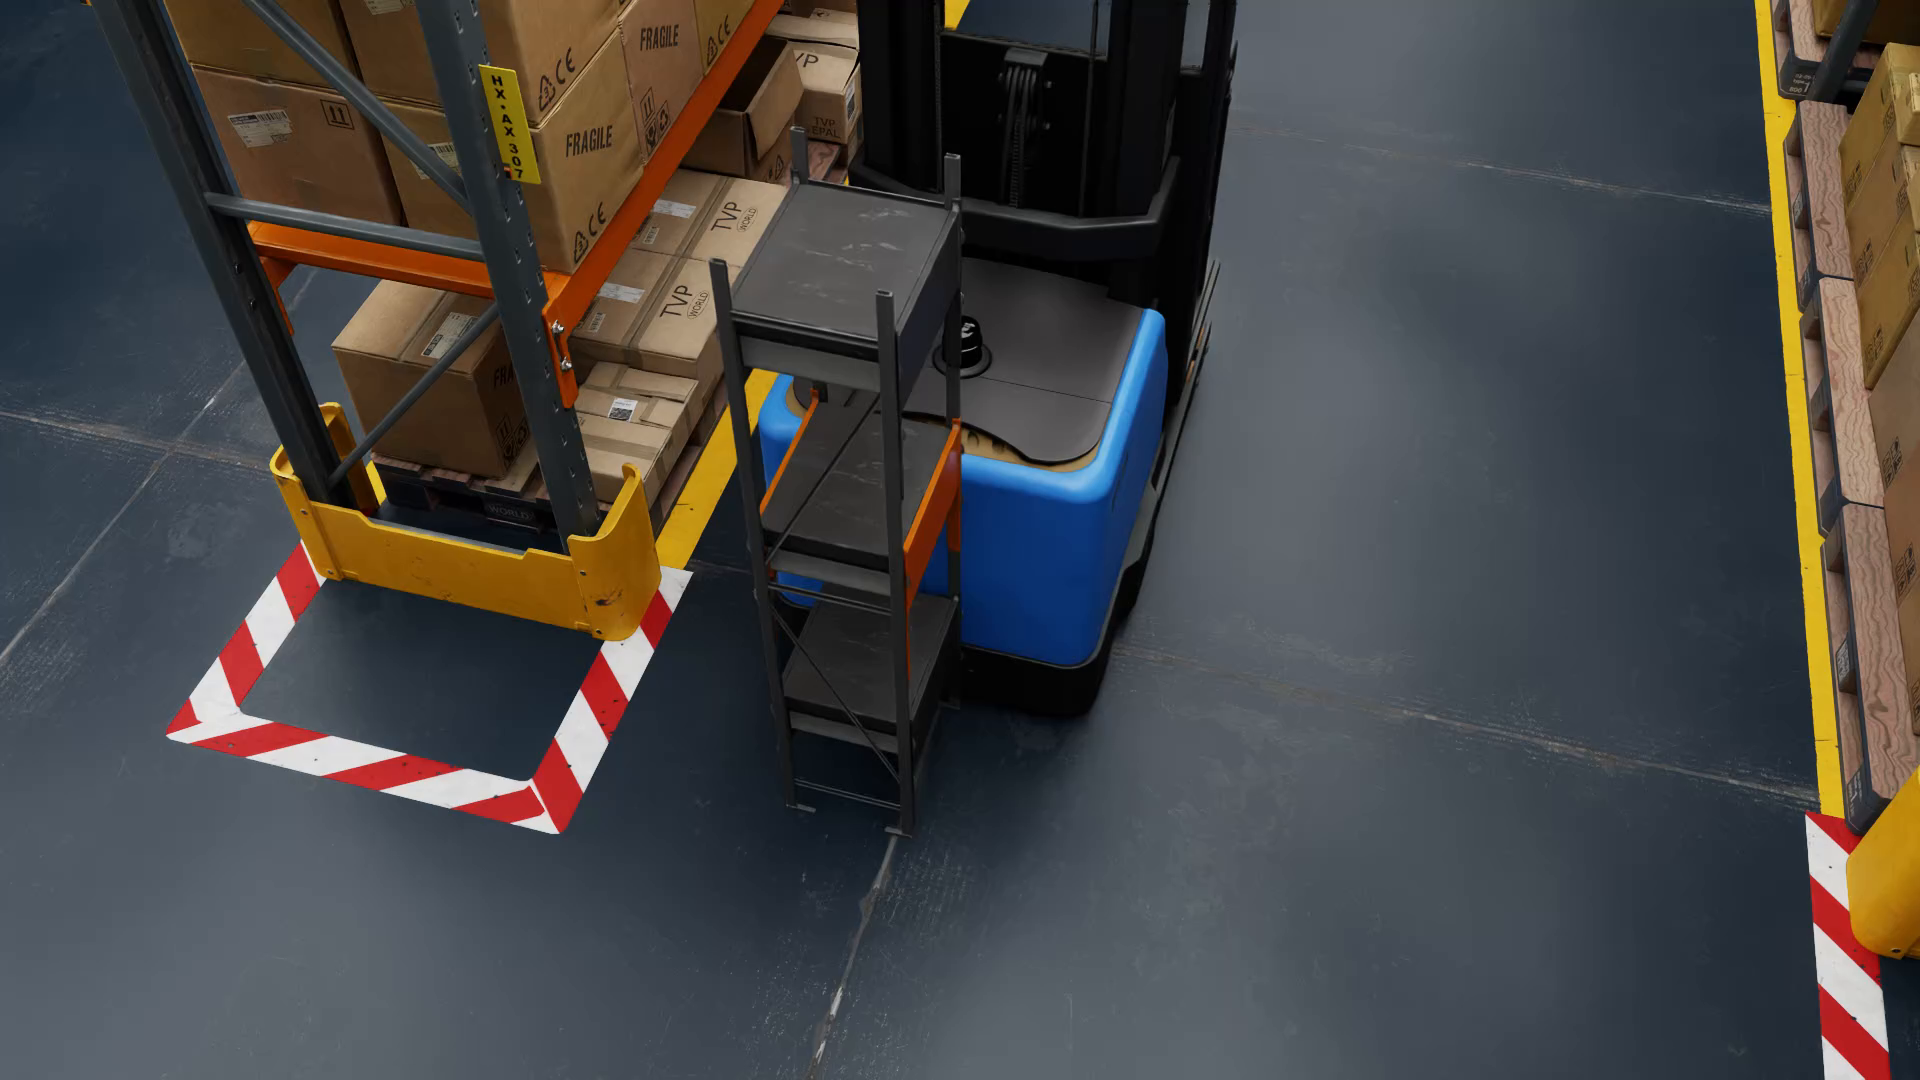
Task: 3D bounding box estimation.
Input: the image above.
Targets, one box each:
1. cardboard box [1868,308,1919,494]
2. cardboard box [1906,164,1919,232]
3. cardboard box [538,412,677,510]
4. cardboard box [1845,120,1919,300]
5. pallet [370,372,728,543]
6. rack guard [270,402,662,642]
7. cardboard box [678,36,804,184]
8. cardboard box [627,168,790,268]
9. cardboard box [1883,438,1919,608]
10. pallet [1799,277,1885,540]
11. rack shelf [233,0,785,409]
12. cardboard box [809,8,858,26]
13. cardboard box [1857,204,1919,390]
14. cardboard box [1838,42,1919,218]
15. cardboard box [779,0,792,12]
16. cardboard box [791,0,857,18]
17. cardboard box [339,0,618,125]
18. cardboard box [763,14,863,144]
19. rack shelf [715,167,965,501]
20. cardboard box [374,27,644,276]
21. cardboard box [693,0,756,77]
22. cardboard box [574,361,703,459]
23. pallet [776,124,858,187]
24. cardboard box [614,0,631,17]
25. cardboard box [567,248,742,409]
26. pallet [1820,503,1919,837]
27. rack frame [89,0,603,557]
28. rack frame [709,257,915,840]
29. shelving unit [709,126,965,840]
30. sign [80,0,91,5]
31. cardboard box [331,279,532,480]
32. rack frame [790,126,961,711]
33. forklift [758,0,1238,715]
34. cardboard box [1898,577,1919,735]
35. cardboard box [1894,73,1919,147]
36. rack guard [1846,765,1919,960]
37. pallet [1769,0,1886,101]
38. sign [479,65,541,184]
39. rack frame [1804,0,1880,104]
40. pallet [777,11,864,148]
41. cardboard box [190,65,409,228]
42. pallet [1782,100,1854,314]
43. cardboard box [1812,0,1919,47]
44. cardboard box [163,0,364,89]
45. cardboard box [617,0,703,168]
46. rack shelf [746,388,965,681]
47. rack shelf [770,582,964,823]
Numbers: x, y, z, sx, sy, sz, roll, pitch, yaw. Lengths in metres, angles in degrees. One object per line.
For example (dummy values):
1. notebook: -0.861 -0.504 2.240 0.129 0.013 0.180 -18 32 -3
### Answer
1. cardboard box: 3.506 -0.421 5.508 0.700 0.500 0.500 10 49 9
2. cardboard box: 3.508 -1.167 5.734 0.380 0.149 0.250 10 49 9
3. cardboard box: -1.183 -0.270 5.595 0.380 0.149 0.250 12 50 10
4. cardboard box: 3.776 -1.179 6.177 0.700 0.500 0.500 11 50 10
5. pallet: -1.396 -0.541 6.087 1.003 0.211 1.213 12 50 10
6. rack guard: -1.605 -0.060 5.470 1.175 0.500 0.348 12 50 10
7. cardboard box: -1.062 -1.685 6.608 0.797 0.503 0.637 12 50 10
8. cardboard box: -0.945 -1.129 6.286 0.500 0.250 0.500 12 50 10
9. cardboard box: 3.374 -0.057 5.187 0.700 0.500 0.500 11 50 10
10. pallet: 3.613 -0.408 5.970 1.003 0.211 1.213 12 50 10
11. rack shelf: -1.099 -2.041 6.031 1.077 0.370 4.000 12 50 10
12. cardboard box: -0.490 -2.177 7.279 0.380 0.149 0.250 12 50 10
13. cardboard box: 3.639 -0.808 5.850 0.700 0.500 0.500 13 50 11
14. cardboard box: 3.912 -1.542 6.497 0.700 0.500 0.500 12 50 11
15. cardboard box: -0.892 -2.721 7.650 0.500 0.311 0.500 12 50 10
16. cardboard box: -0.449 -2.576 7.397 0.500 0.500 0.500 12 50 10
17. cardboard box: -1.254 -1.465 4.309 0.500 0.500 0.500 13 50 11
18. cardboard box: -0.646 -1.971 6.989 0.500 0.311 0.500 12 50 10
19. rack shelf: -0.261 -0.478 3.856 0.431 0.518 0.480 12 50 11
20. cardboard box: -1.254 -1.134 4.684 0.500 0.500 0.500 13 50 11
21. cardboard box: -0.988 -1.871 5.334 0.500 0.500 0.500 11 50 10
22. cardboard box: -1.118 -0.456 5.748 0.380 0.166 0.250 12 50 10
23. pallet: -1.073 -1.421 6.864 1.003 0.211 1.213 12 50 10
24. cardboard box: -1.124 -1.845 4.644 0.500 0.500 0.500 12 50 10
25. cardboard box: -1.077 -0.767 5.967 0.500 0.250 0.500 12 50 10
26. pallet: 3.290 0.471 5.193 1.003 0.211 1.213 12 50 10
27. rack frame: -1.625 -0.832 4.484 1.000 3.000 0.127 12 50 10
28. rack frame: -0.330 0.152 4.216 0.400 2.100 0.015 12 50 11
29. shelving unit: -0.261 -0.024 4.370 0.431 2.100 0.503 12 50 11
30. sign: -2.155 -1.444 4.041 0.100 0.325 0.005 12 50 10
31. cardboard box: -1.720 -0.593 5.646 0.500 0.500 0.500 12 50 10
32. rack frame: -0.192 -0.199 4.525 0.400 2.100 0.015 12 50 11
33. forklift: 0.320 -1.557 5.169 1.130 2.935 3.031 12 50 11
34. cardboard box: 3.243 0.305 4.868 0.700 0.500 0.500 12 50 10
35. cardboard box: 3.646 -1.545 6.067 0.380 0.149 0.250 13 50 11
36. rack guard: 3.148 0.987 4.546 1.175 0.500 0.348 12 50 10
37. pallet: 4.338 -2.401 7.728 1.003 0.211 1.213 12 50 10
38. sign: -1.102 -1.012 4.065 0.100 0.325 0.005 12 50 10
39. rack frame: 4.208 -2.751 6.177 1.000 3.000 0.127 12 50 10
40. pallet: -0.754 -2.306 7.645 1.003 0.211 1.213 12 50 10
41. cardboard box: -1.770 -1.243 4.780 0.500 0.500 0.500 13 50 11
42. pallet: 3.932 -1.294 6.751 1.003 0.211 1.213 12 50 10
43. cardboard box: 4.253 -2.674 7.263 0.750 0.750 0.750 12 50 10
44. cardboard box: -1.773 -1.573 4.404 0.500 0.500 0.500 11 50 10
45. cardboard box: -1.123 -1.509 5.014 0.500 0.500 0.500 11 50 10
46. rack shelf: -0.261 -0.015 4.381 0.431 0.518 0.480 12 50 11
47. rack shelf: -0.261 0.448 4.906 0.431 0.518 0.480 12 50 11
